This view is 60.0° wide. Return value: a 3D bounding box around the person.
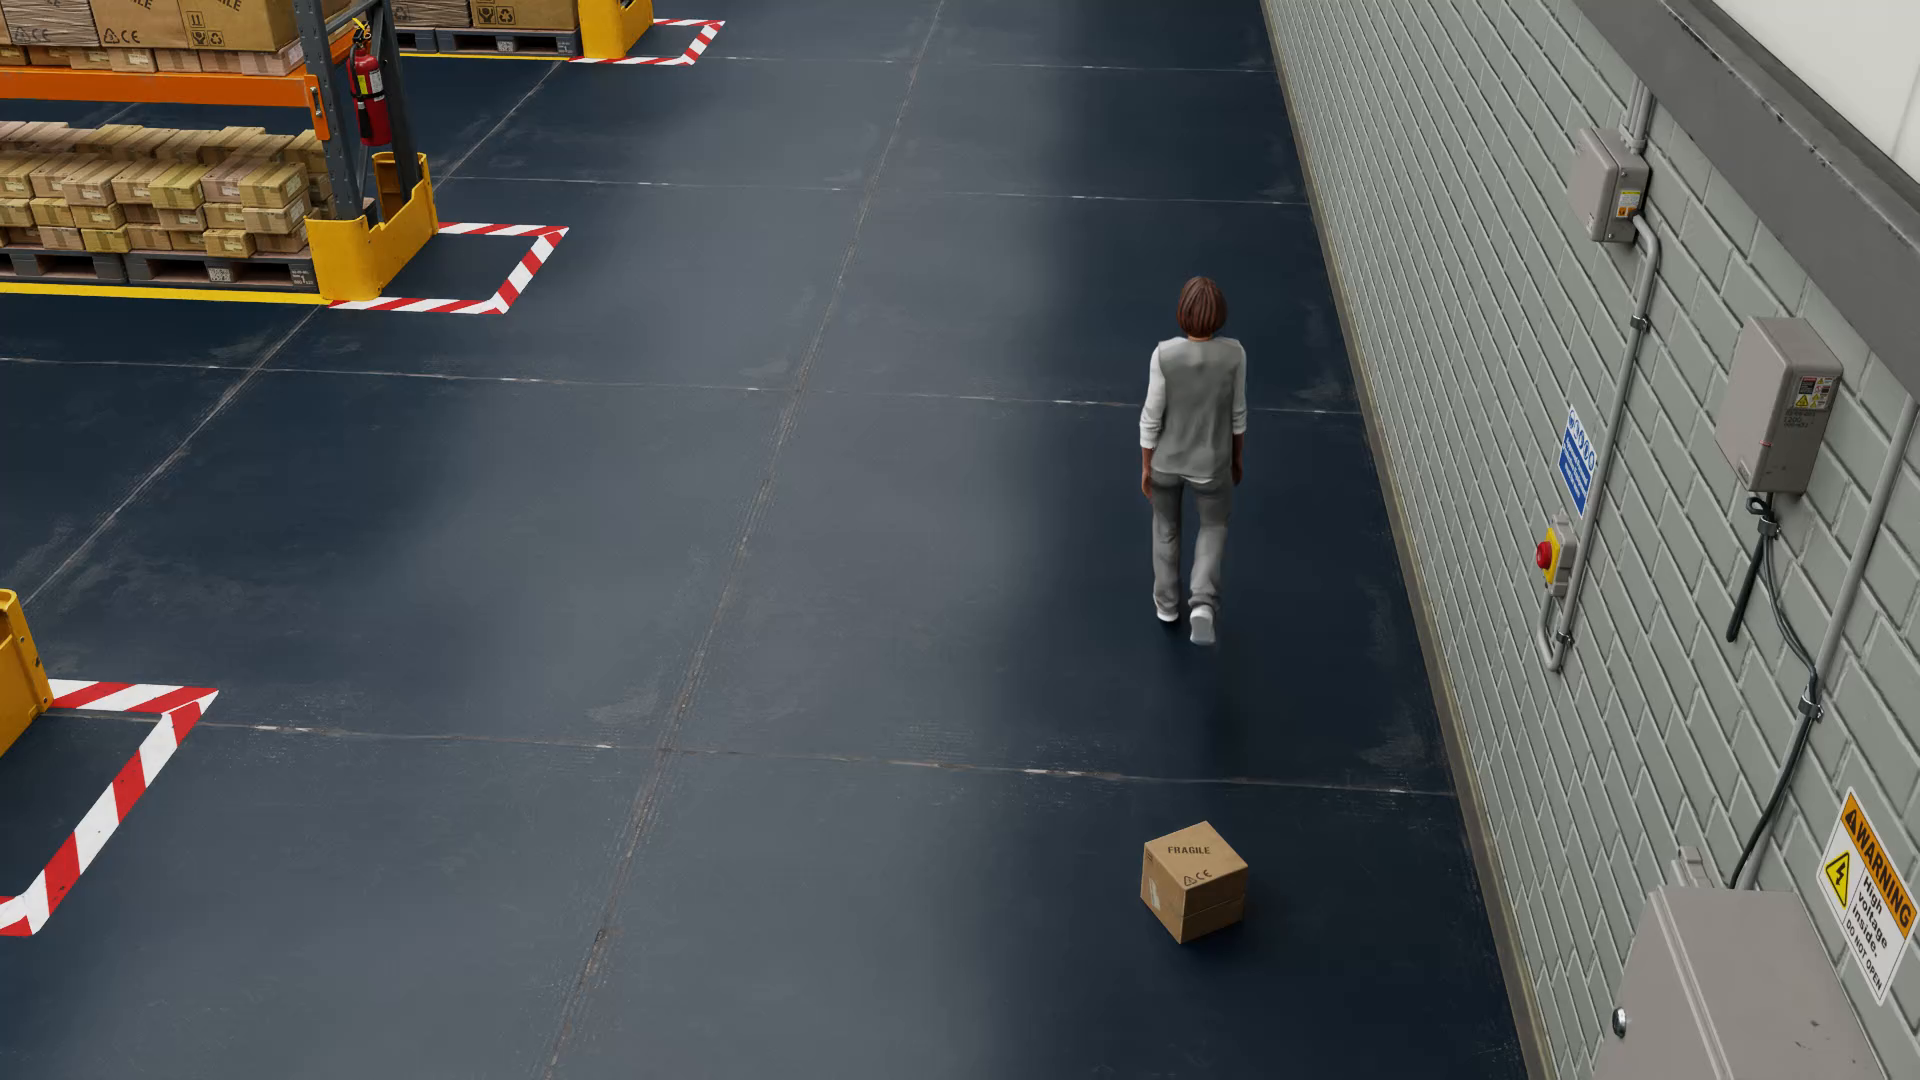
[{"bbox_3d":[0.911,-0.282,6.554,0.424,1.582,0.640,4,33,6],"label":"person"}]
